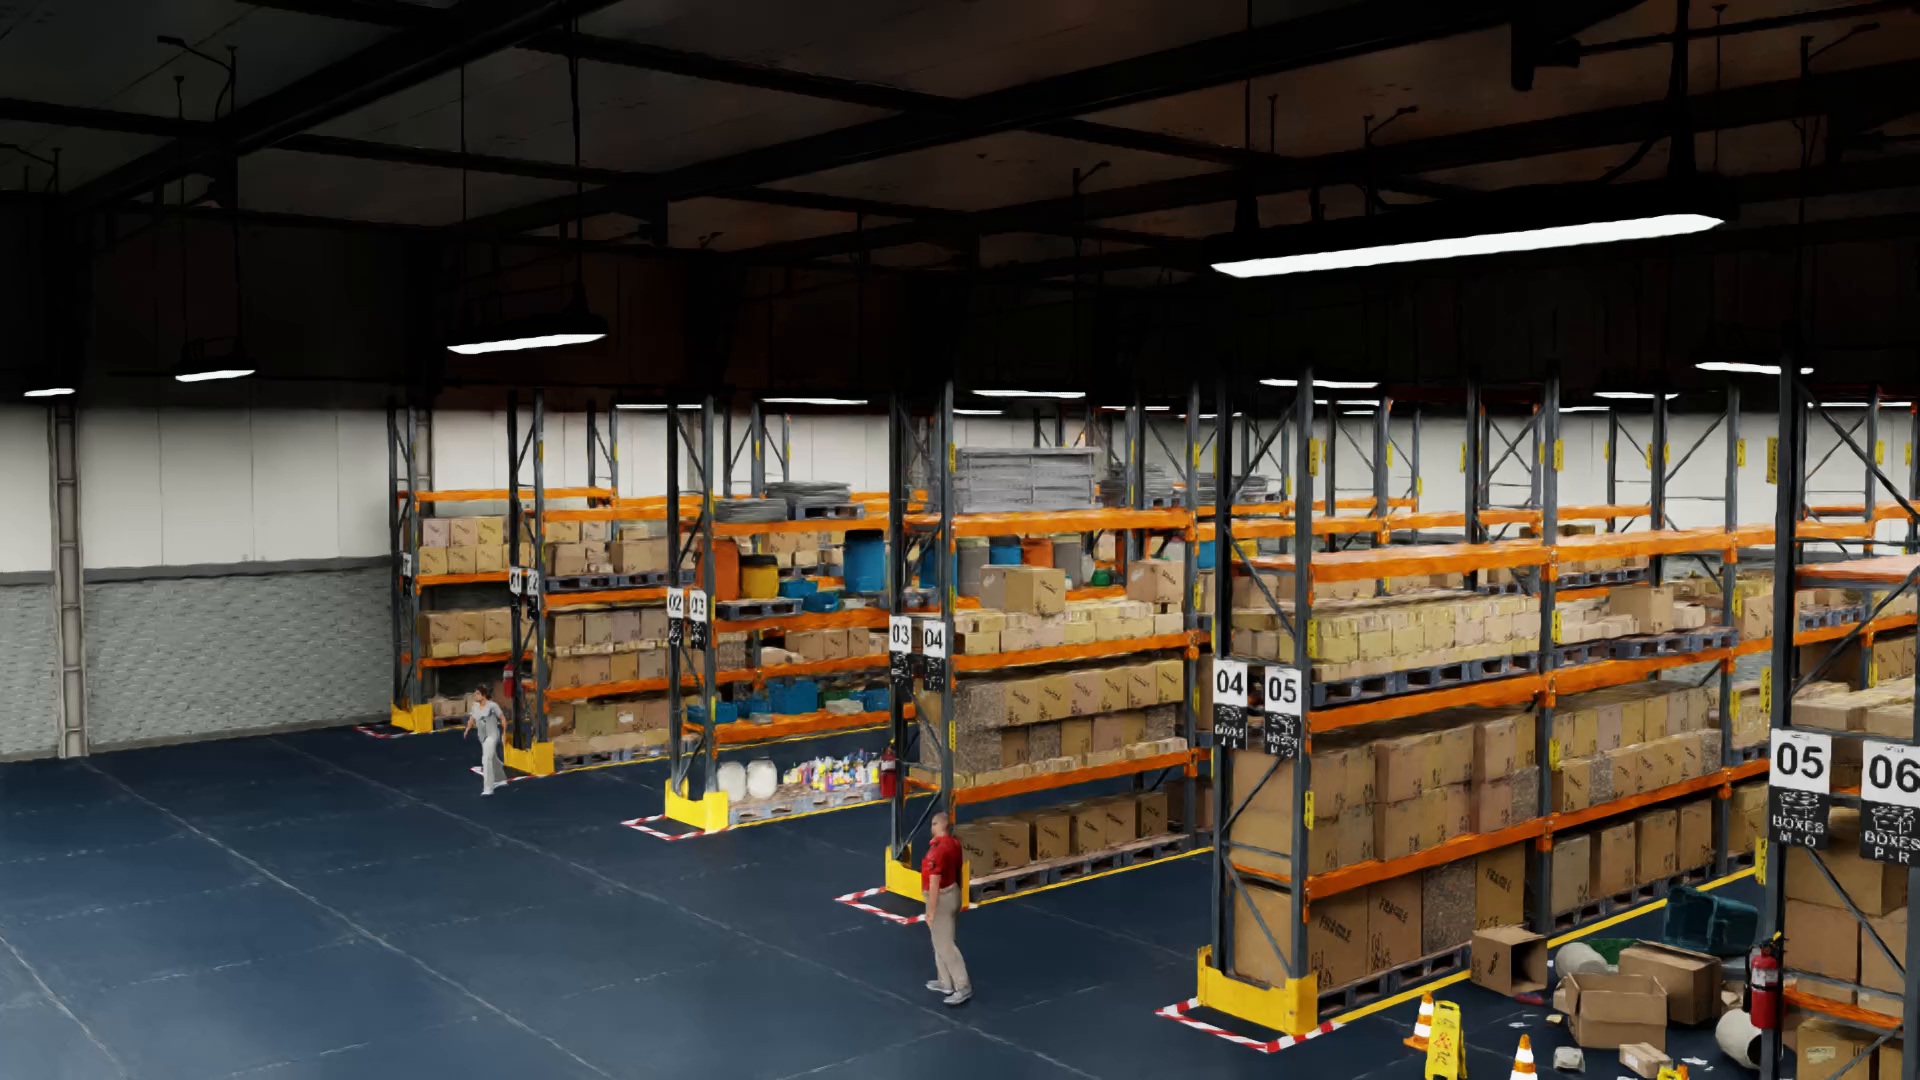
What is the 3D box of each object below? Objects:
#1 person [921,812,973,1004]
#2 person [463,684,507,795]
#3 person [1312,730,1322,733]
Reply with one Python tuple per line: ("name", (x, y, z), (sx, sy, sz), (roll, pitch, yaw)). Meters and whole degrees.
("person", (-0.114, 3.407, 15.529), (0.554, 1.711, 0.653), (1, 4, 22))
("person", (-6.940, 2.916, 24.595), (0.609, 1.604, 0.814), (2, 4, 33))
("person", (4.499, 3.059, 21.098), (0.536, 1.702, 1.036), (3, 4, 42))
